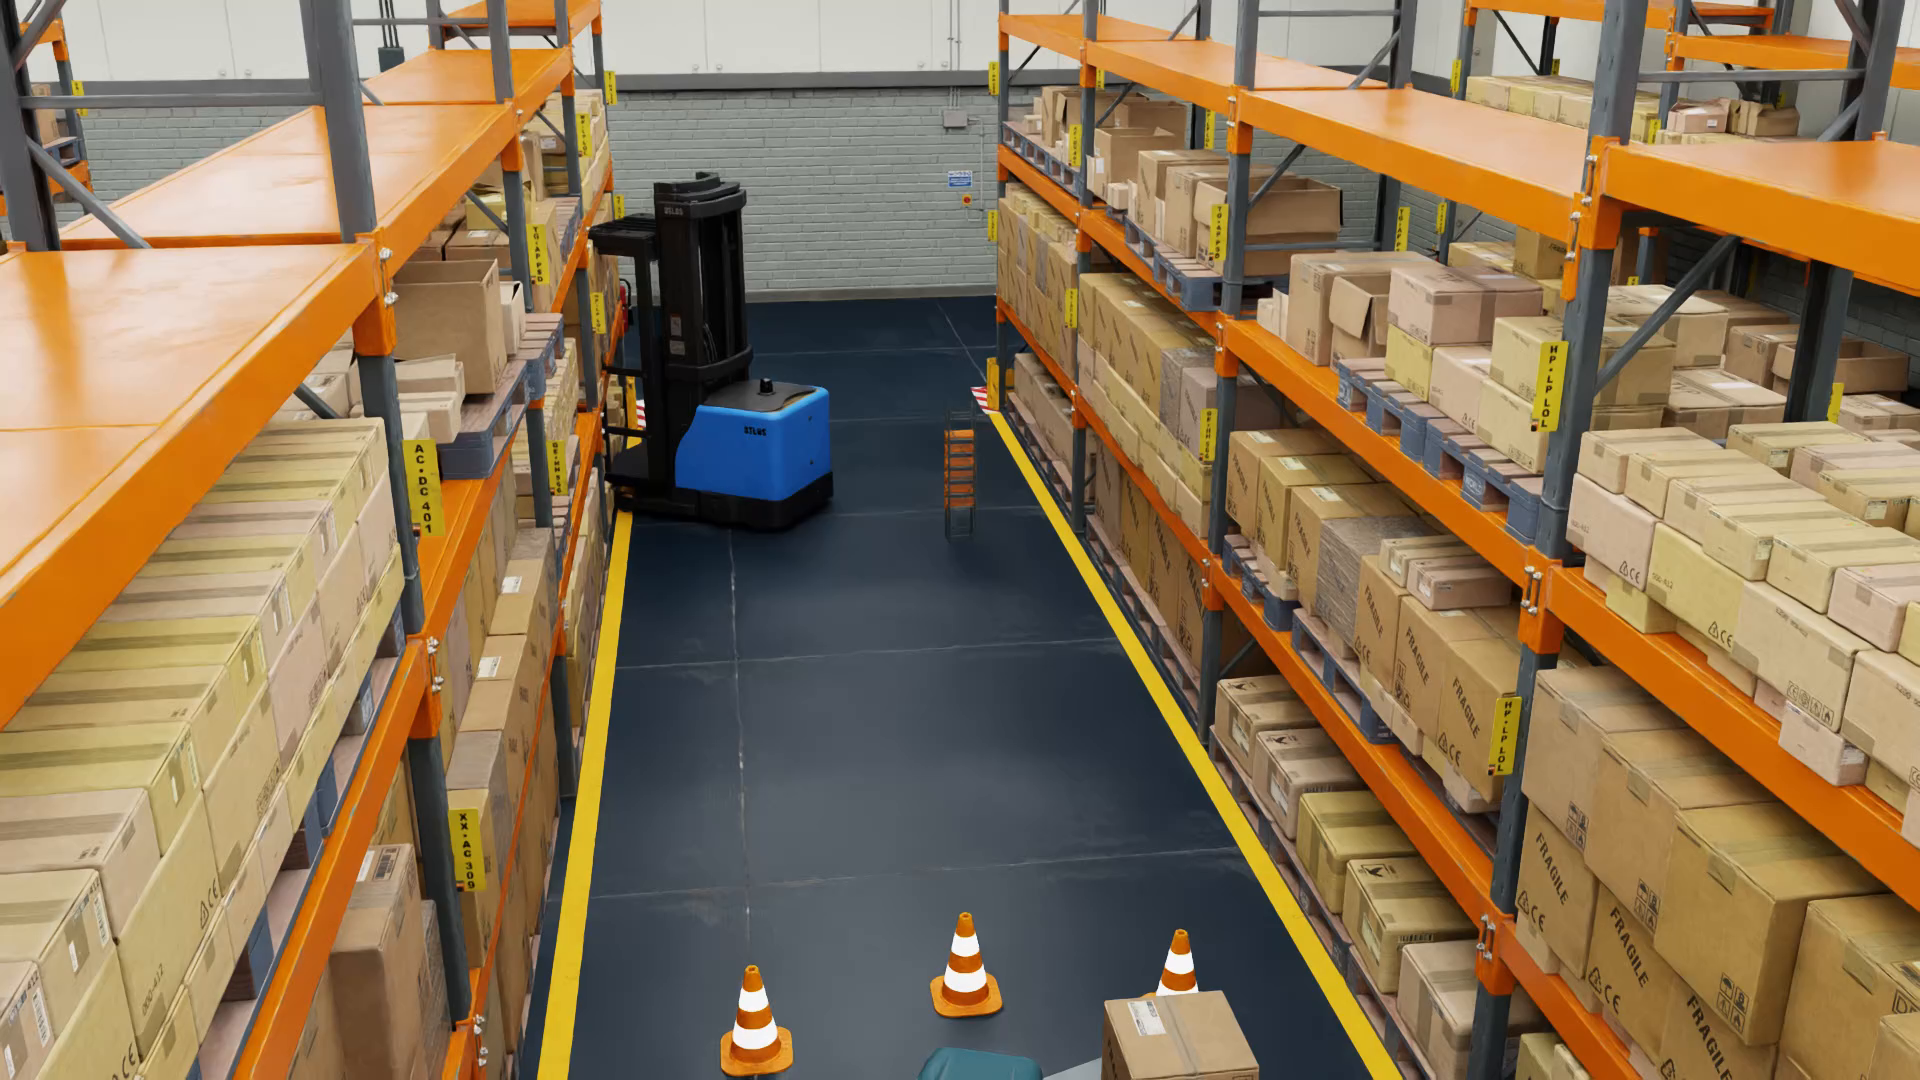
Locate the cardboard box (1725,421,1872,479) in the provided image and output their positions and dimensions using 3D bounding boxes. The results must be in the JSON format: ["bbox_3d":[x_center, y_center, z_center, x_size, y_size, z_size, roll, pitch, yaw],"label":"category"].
[{"bbox_3d":[2.887,-0.299,5.737,0.380,0.149,0.250,-2,21,-7],"label":"cardboard box"}]

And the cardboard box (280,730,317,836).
[{"bbox_3d":[-1.705,0.568,3.812,0.380,0.149,0.250,-3,21,-8],"label":"cardboard box"}]

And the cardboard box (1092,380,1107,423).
[{"bbox_3d":[1.350,-1.092,13.141,0.500,0.250,0.500,-3,21,-9],"label":"cardboard box"}]

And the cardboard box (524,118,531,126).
[{"bbox_3d":[-3.973,-3.700,14.553,0.380,0.149,0.250,-2,21,-6],"label":"cardboard box"}]

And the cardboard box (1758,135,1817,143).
[{"bbox_3d":[6.646,-3.157,13.359,0.380,0.149,0.250,-3,21,-9],"label":"cardboard box"}]

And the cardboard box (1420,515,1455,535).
[{"bbox_3d":[2.626,0.181,8.351,0.500,0.500,0.500,-4,21,-10],"label":"cardboard box"}]

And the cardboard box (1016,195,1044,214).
[{"bbox_3d":[0.760,-3.301,16.342,0.380,0.149,0.250,-4,21,-10],"label":"cardboard box"}]

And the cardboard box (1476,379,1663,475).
[{"bbox_3d":[2.397,-0.464,6.571,0.500,0.250,0.500,-3,21,-9],"label":"cardboard box"}]

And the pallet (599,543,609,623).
[{"bbox_3d":[-3.298,0.354,13.042,1.003,0.211,1.213,-3,21,-8],"label":"pallet"}]

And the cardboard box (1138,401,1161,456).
[{"bbox_3d":[1.556,-0.794,11.630,0.500,0.250,0.500,-3,21,-9],"label":"cardboard box"}]

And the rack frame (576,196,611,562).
[{"bbox_3d":[-3.412,-1.222,13.276,1.000,3.000,0.127,-3,21,-8],"label":"rack frame"}]

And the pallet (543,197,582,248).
[{"bbox_3d":[-3.428,-2.320,12.197,1.213,0.211,1.003,-3,21,-8],"label":"pallet"}]

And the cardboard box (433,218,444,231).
[{"bbox_3d":[-3.240,-1.952,9.705,0.396,0.266,0.258,-3,21,-8],"label":"cardboard box"}]

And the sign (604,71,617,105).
[{"bbox_3d":[-3.437,-4.448,16.360,0.100,0.325,0.005,-3,21,-8],"label":"sign"}]

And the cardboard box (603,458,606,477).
[{"bbox_3d":[-3.238,-0.590,14.207,0.380,0.149,0.250,-2,21,-5],"label":"cardboard box"}]

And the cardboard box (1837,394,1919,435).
[{"bbox_3d":[6.487,-0.849,11.890,0.500,0.250,0.500,-4,21,-10],"label":"cardboard box"}]

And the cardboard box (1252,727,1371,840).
[{"bbox_3d":[2.234,1.364,9.508,0.950,0.372,0.625,-3,21,-9],"label":"cardboard box"}]

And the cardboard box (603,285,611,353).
[{"bbox_3d":[-3.349,-1.940,14.629,0.500,0.500,0.500,-3,21,-9],"label":"cardboard box"}]

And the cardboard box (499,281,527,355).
[{"bbox_3d":[-2.388,-1.097,8.039,0.500,0.311,0.500,-3,21,-8],"label":"cardboard box"}]

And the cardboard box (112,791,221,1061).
[{"bbox_3d":[-1.646,0.684,2.930,0.500,0.250,0.500,-3,21,-8],"label":"cardboard box"}]

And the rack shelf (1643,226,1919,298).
[{"bbox_3d":[6.671,-2.134,12.458,1.077,0.370,4.000,-3,21,-8],"label":"rack shelf"}]

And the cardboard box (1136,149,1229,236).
[{"bbox_3d":[1.507,-2.366,11.308,0.500,0.500,0.500,-3,21,-7],"label":"cardboard box"}]

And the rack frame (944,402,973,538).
[{"bbox_3d":[-0.011,-0.589,14.152,0.240,1.200,0.006,-3,21,-8],"label":"rack frame"}]

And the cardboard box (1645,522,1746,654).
[{"bbox_3d":[2.501,0.133,5.149,0.500,0.250,0.500,-3,21,-8],"label":"cardboard box"}]

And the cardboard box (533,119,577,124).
[{"bbox_3d":[-3.305,-3.363,13.651,0.380,0.149,0.250,-4,21,-9],"label":"cardboard box"}]

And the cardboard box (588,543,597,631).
[{"bbox_3d":[-2.913,0.351,12.036,0.500,0.500,0.500,-3,21,-9],"label":"cardboard box"}]

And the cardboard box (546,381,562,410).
[{"bbox_3d":[-2.974,-0.999,11.588,0.380,0.149,0.250,-4,21,-10],"label":"cardboard box"}]

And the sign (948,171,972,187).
[{"bbox_3d":[0.003,-4.988,22.973,0.327,0.218,0.001,-3,21,-8],"label":"sign"}]

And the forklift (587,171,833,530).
[{"bbox_3d":[-2.723,-1.779,14.865,3.031,2.935,1.130,8,22,22],"label":"forklift"}]

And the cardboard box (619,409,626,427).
[{"bbox_3d":[-3.569,-1.213,16.724,0.380,0.149,0.250,-2,21,-6],"label":"cardboard box"}]

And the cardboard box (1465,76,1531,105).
[{"bbox_3d":[5.622,-4.686,17.336,0.500,0.250,0.500,-3,21,-8],"label":"cardboard box"}]

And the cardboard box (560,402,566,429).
[{"bbox_3d":[-2.966,-0.857,11.630,0.380,0.149,0.250,-3,21,-8],"label":"cardboard box"}]

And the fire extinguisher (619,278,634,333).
[{"bbox_3d":[-3.568,-2.507,17.358,0.296,0.674,0.183,-3,21,-8],"label":"fire extinguisher"}]

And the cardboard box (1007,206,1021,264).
[{"bbox_3d":[0.764,-3.048,16.592,0.500,0.500,0.500,-3,21,-9],"label":"cardboard box"}]

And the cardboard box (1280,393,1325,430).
[{"bbox_3d":[2.219,-0.820,10.627,0.500,0.500,0.500,-4,21,-10],"label":"cardboard box"}]

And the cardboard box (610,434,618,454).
[{"bbox_3d":[-3.380,-0.897,15.455,0.380,0.149,0.250,-3,21,-7],"label":"cardboard box"}]

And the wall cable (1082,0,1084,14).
[{"bbox_3d":[0.541,-7.694,22.030,2.355,3.000,0.029,-3,21,-8],"label":"wall cable"}]

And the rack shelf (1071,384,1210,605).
[{"bbox_3d":[1.760,-0.477,12.309,1.077,0.370,4.000,-3,21,-8],"label":"rack shelf"}]

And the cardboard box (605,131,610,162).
[{"bbox_3d":[-3.661,-3.798,16.099,0.500,0.250,0.500,-3,21,-9],"label":"cardboard box"}]

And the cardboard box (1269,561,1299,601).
[{"bbox_3d":[1.932,0.214,9.189,0.380,0.149,0.250,-3,21,-7],"label":"cardboard box"}]

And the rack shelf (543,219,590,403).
[{"bbox_3d":[-3.124,-1.598,11.023,1.077,0.370,4.000,-3,21,-8],"label":"rack shelf"}]

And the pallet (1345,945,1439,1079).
[{"bbox_3d":[2.511,2.300,7.831,1.003,0.211,1.213,-3,21,-8],"label":"pallet"}]

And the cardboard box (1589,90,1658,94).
[{"bbox_3d":[6.351,-4.179,15.981,0.500,0.250,0.500,-3,21,-8],"label":"cardboard box"}]

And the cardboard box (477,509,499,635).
[{"bbox_3d":[-2.630,0.156,8.014,0.700,0.500,0.500,-3,21,-9],"label":"cardboard box"}]

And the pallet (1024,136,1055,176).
[{"bbox_3d":[1.192,-3.576,15.417,1.003,0.211,1.213,-3,21,-8],"label":"pallet"}]

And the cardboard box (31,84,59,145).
[{"bbox_3d":[-8.783,-3.910,15.299,0.700,0.500,0.500,-4,21,-11],"label":"cardboard box"}]

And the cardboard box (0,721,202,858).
[{"bbox_3d":[-1.598,0.456,2.971,0.380,0.149,0.250,-3,21,-8],"label":"cardboard box"}]

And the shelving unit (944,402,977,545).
[{"bbox_3d":[0.002,-0.557,14.067,0.258,1.200,0.189,-3,21,-8],"label":"shelving unit"}]

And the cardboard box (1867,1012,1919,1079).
[{"bbox_3d":[2.671,1.481,4.042,0.700,0.500,0.500,-3,21,-8],"label":"cardboard box"}]

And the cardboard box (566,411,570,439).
[{"bbox_3d":[-3.005,-0.815,11.943,0.380,0.149,0.250,-4,21,-10],"label":"cardboard box"}]

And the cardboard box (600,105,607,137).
[{"bbox_3d":[-3.670,-4.030,16.005,0.500,0.250,0.500,-4,21,-9],"label":"cardboard box"}]

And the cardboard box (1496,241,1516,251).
[{"bbox_3d":[6.135,-3.067,18.003,0.500,0.250,0.500,-2,21,-6],"label":"cardboard box"}]

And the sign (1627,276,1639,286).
[{"bbox_3d":[5.847,-2.134,14.480,0.100,0.325,0.005,-3,21,-8],"label":"sign"}]

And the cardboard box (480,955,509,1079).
[{"bbox_3d":[-2.437,2.194,6.743,1.050,0.750,0.750,-3,21,-8],"label":"cardboard box"}]

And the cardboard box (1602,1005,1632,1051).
[{"bbox_3d":[2.509,1.681,5.861,0.380,0.149,0.250,-3,21,-8],"label":"cardboard box"}]

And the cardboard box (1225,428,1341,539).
[{"bbox_3d":[1.884,-0.337,9.738,0.500,0.500,0.500,-4,21,-9],"label":"cardboard box"}]

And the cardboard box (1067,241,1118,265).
[{"bbox_3d":[1.112,-2.416,13.974,0.380,0.149,0.250,-3,21,-9],"label":"cardboard box"}]

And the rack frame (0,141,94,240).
[{"bbox_3d":[-8.911,-2.392,16.407,1.000,3.000,0.127,-3,21,-8],"label":"rack frame"}]
